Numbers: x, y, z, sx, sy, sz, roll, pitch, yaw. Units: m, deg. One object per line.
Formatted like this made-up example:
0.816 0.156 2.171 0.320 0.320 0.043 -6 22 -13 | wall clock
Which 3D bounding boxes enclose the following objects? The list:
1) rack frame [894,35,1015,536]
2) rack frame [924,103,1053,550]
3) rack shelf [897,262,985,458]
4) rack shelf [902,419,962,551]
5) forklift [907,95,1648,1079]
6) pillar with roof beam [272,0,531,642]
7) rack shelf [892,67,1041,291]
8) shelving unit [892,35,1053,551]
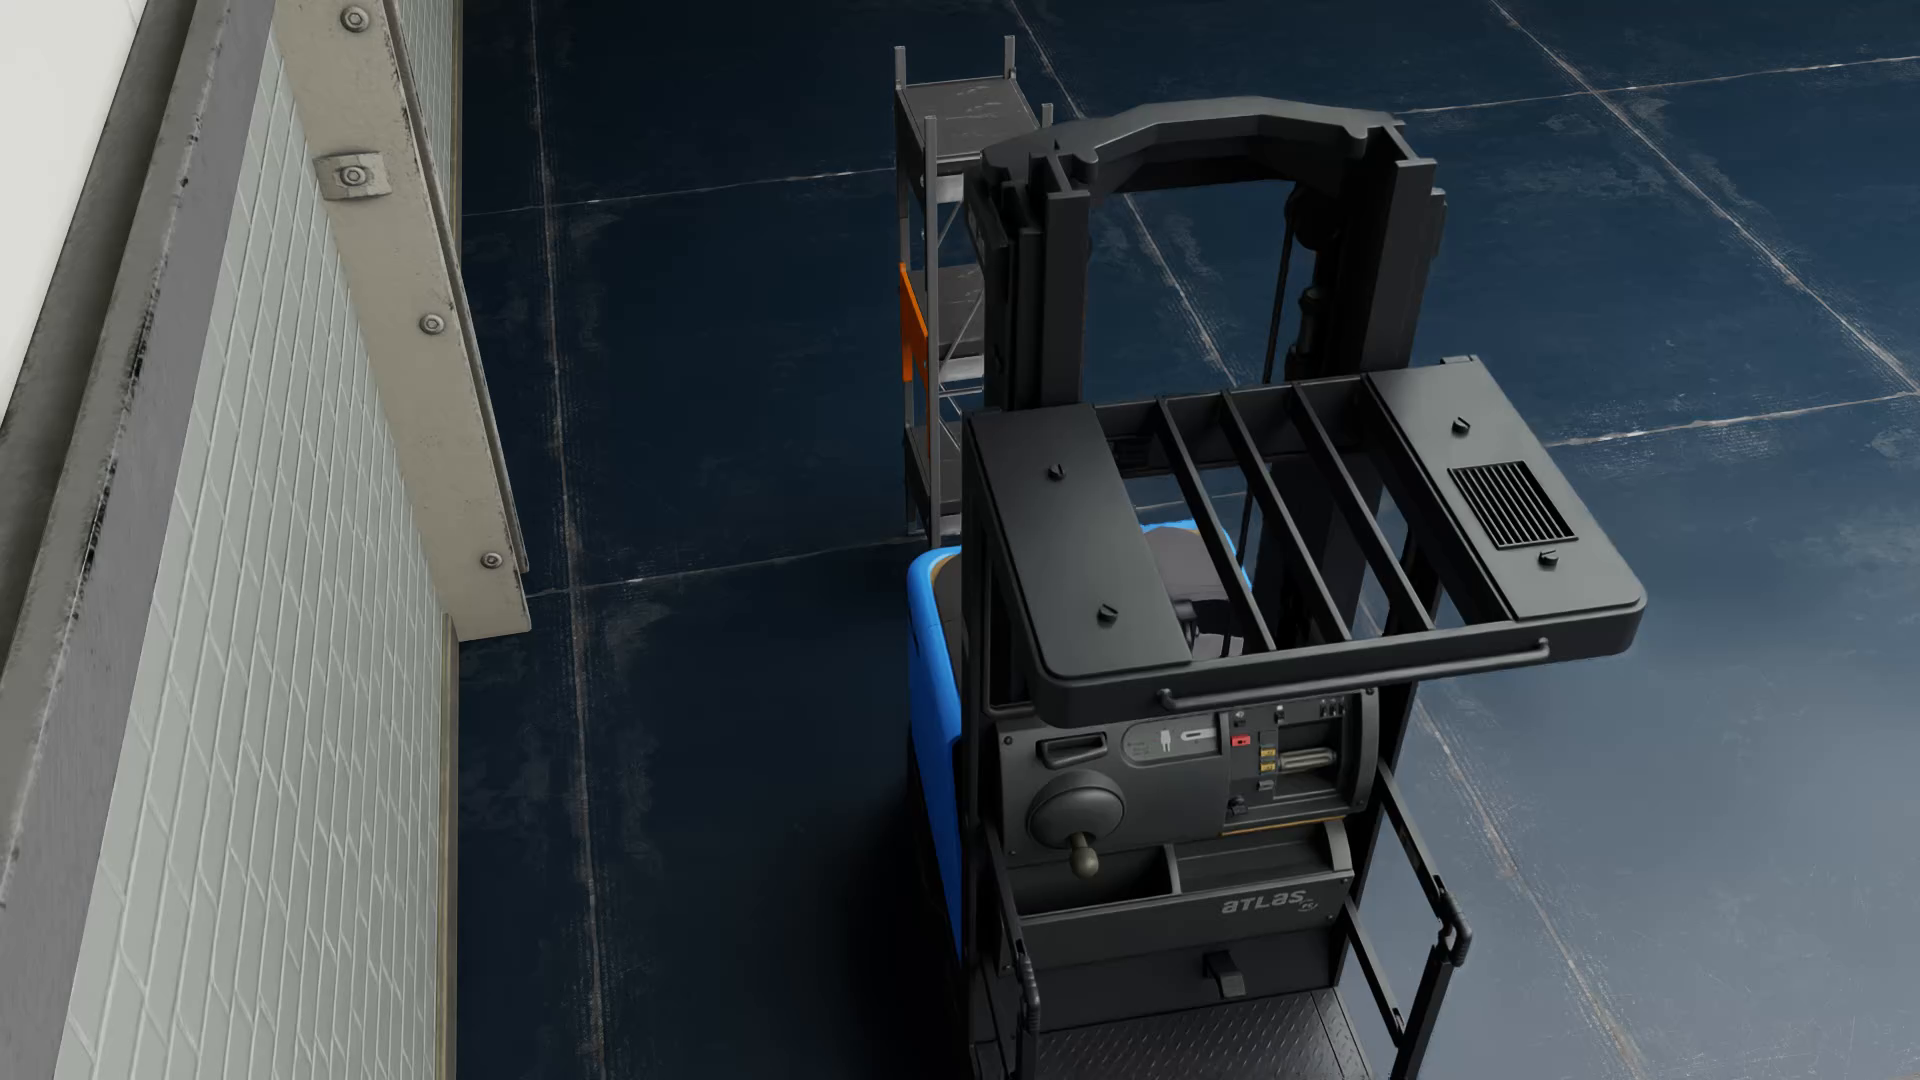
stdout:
-0.017 -0.836 6.110 0.400 2.100 0.015 -8 42 -9 | rack frame
0.088 -0.520 5.754 0.400 2.100 0.015 -8 42 -9 | rack frame
0.036 -0.668 5.941 0.431 0.518 0.480 -8 42 -9 | rack shelf
0.036 -0.144 6.406 0.431 0.518 0.480 -8 42 -9 | rack shelf
0.590 0.646 3.814 1.130 2.935 3.031 -7 42 -8 | forklift
2.370 -3.742 4.186 9.100 9.000 0.400 -8 42 -9 | pillar with roof beam
0.036 -1.191 5.476 0.431 0.518 0.480 -8 42 -9 | rack shelf
0.036 -0.678 5.932 0.431 2.100 0.503 -8 42 -9 | shelving unit
